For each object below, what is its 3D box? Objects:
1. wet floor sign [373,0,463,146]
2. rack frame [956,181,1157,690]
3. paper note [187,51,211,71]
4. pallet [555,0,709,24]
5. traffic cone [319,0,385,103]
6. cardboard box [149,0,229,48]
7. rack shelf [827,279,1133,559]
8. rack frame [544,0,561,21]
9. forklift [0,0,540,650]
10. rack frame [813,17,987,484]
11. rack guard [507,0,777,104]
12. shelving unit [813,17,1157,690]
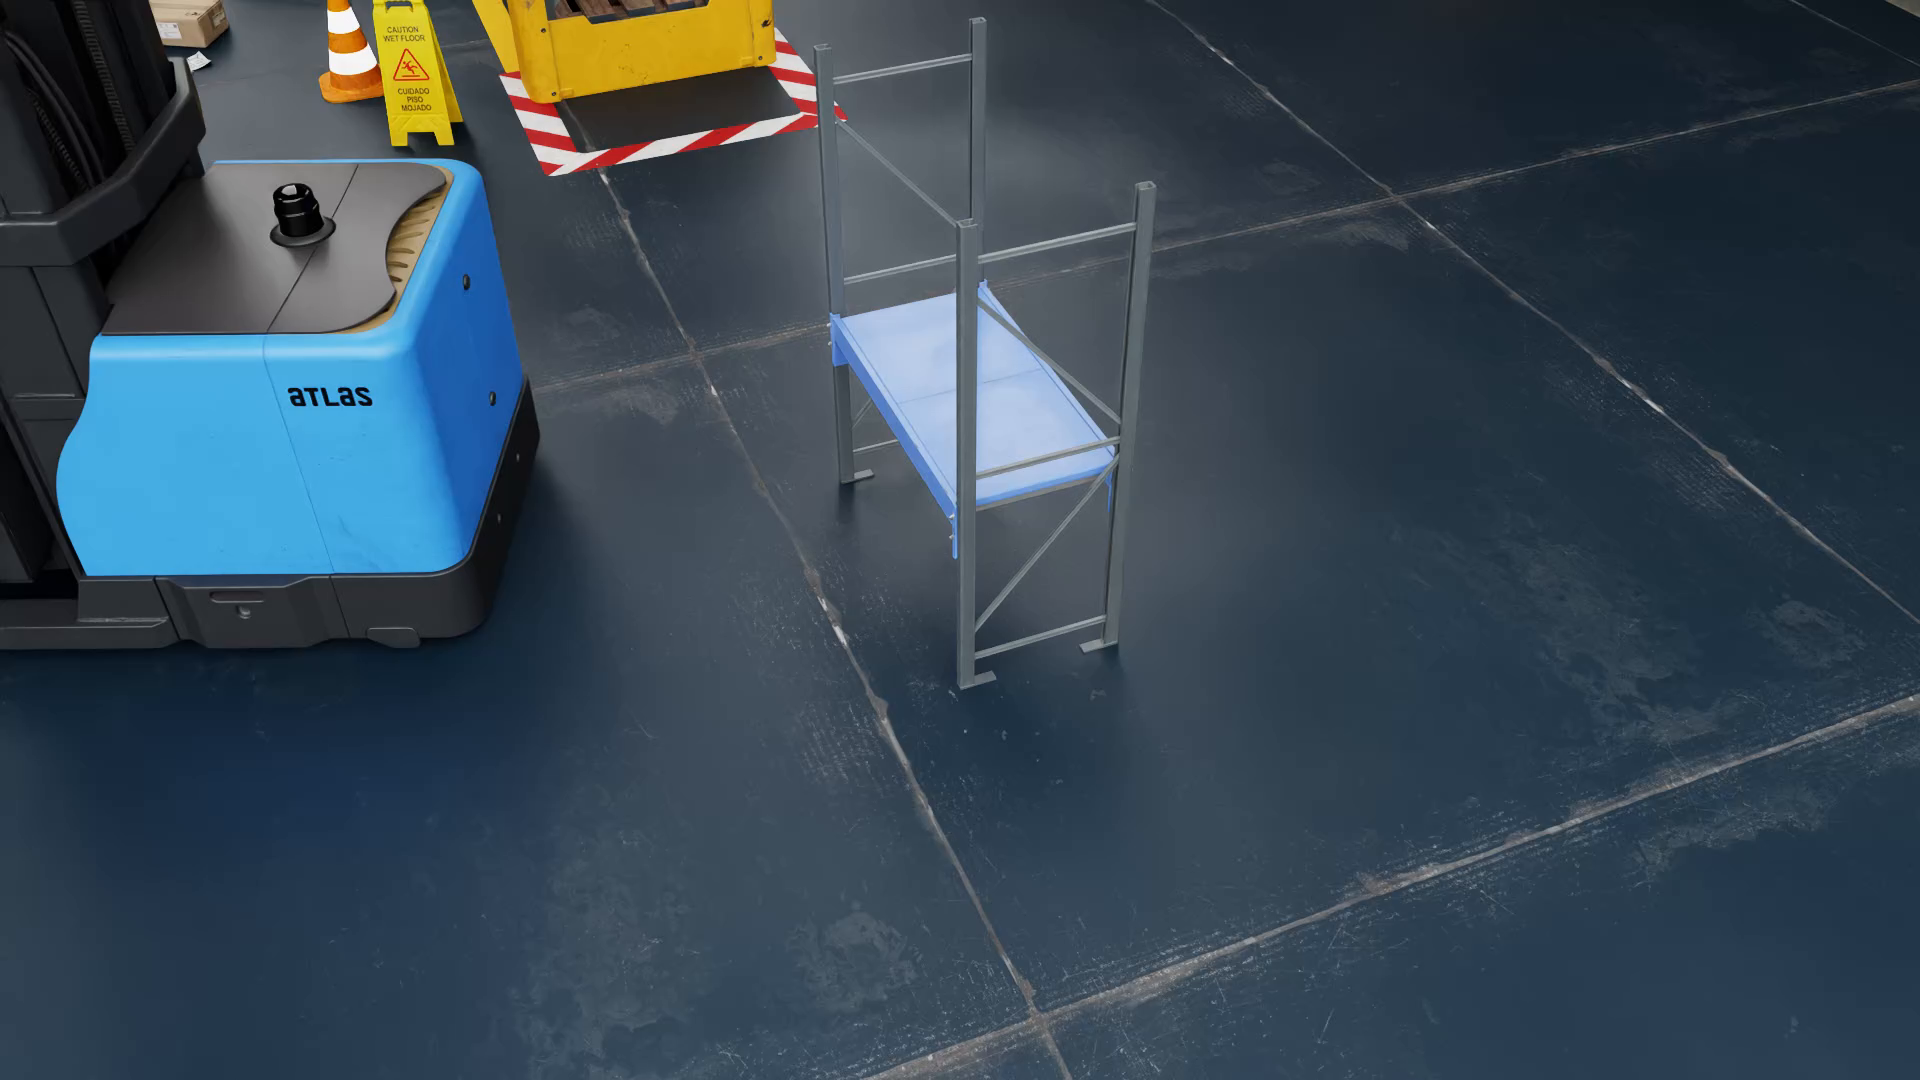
[{"bbox_3d":[-2.345,-2.037,7.123,0.267,0.644,0.232,-2,41,-2],"label":"wet floor sign"},{"bbox_3d":[0.227,-0.211,4.345,0.500,1.500,0.032,-15,43,-17],"label":"rack frame"},{"bbox_3d":[-3.630,-2.258,7.852,0.148,0.019,0.142,-31,49,-31],"label":"paper note"},{"bbox_3d":[-1.736,-2.797,8.341,1.003,0.211,1.213,-15,43,-17],"label":"pallet"},{"bbox_3d":[-2.785,-2.286,7.553,0.336,0.463,0.334,-15,43,-17],"label":"traffic cone"},{"bbox_3d":[-3.796,-2.515,8.061,0.380,0.149,0.250,5,41,6],"label":"cardboard box"},{"bbox_3d":[0.033,-0.381,4.819,0.538,0.185,1.000,-15,43,-17],"label":"rack shelf"},{"bbox_3d":[-1.429,-3.311,6.799,1.000,3.000,0.127,-15,43,-17],"label":"rack frame"},{"bbox_3d":[-2.905,-1.104,4.286,3.031,2.935,1.130,-1,41,-1],"label":"forklift"},{"bbox_3d":[-0.162,-0.823,5.057,0.500,1.500,0.032,-15,43,-17],"label":"rack frame"},{"bbox_3d":[-1.458,-2.409,7.668,1.175,0.500,0.348,-15,43,-17],"label":"rack guard"},{"bbox_3d":[0.033,-0.517,4.701,0.538,1.500,1.048,-15,43,-17],"label":"shelving unit"}]
